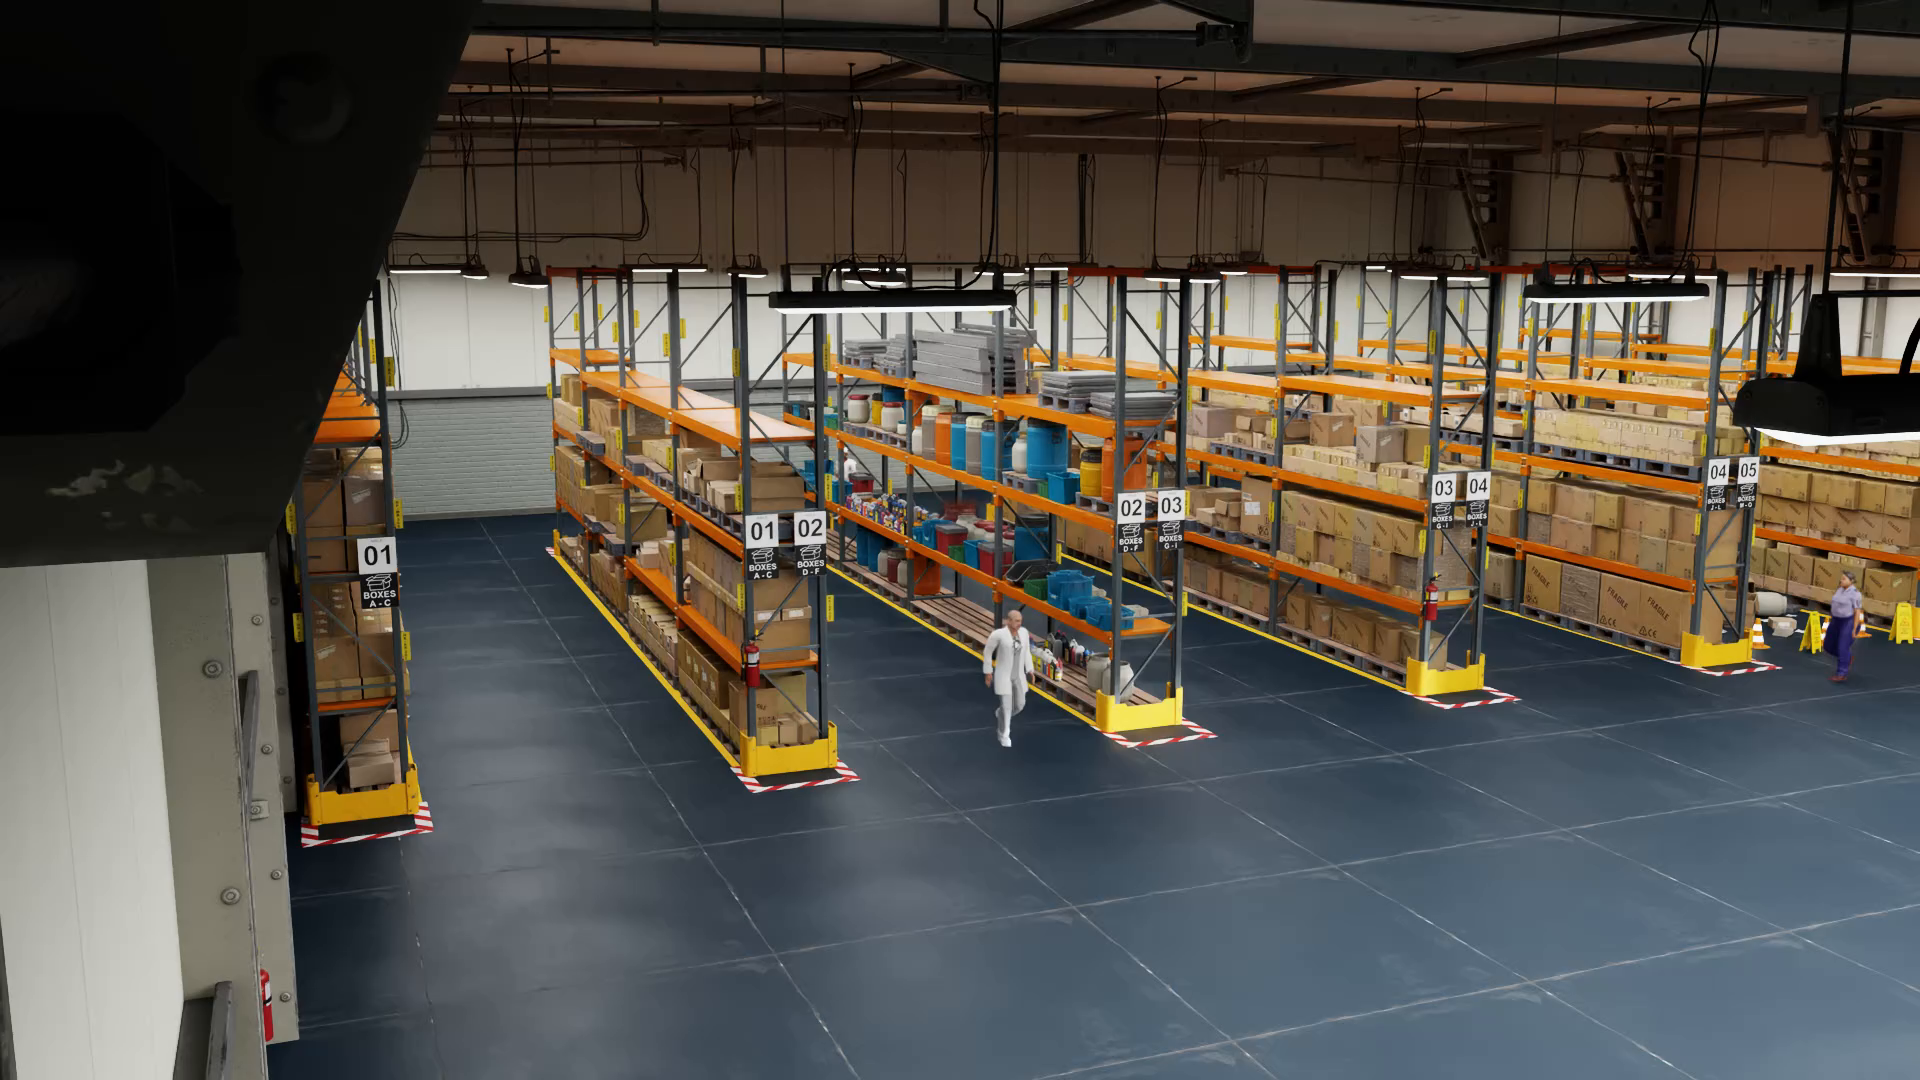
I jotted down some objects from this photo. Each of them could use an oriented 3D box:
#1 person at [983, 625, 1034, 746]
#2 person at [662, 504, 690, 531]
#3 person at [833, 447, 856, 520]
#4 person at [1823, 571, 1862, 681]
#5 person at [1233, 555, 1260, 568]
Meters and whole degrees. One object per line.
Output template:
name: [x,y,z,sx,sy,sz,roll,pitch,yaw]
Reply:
person: [0.571,1.858,21.649,0.636,1.538,0.681,-7,12,-33]
person: [-5.839,-0.381,33.788,0.590,1.612,0.904,-4,11,-24]
person: [-2.719,-1.351,39.376,1.019,1.728,0.537,-10,14,-44]
person: [13.142,1.265,24.621,0.612,1.617,0.484,-3,10,-19]
person: [5.774,-0.254,33.541,0.462,1.536,0.899,-4,11,-22]
